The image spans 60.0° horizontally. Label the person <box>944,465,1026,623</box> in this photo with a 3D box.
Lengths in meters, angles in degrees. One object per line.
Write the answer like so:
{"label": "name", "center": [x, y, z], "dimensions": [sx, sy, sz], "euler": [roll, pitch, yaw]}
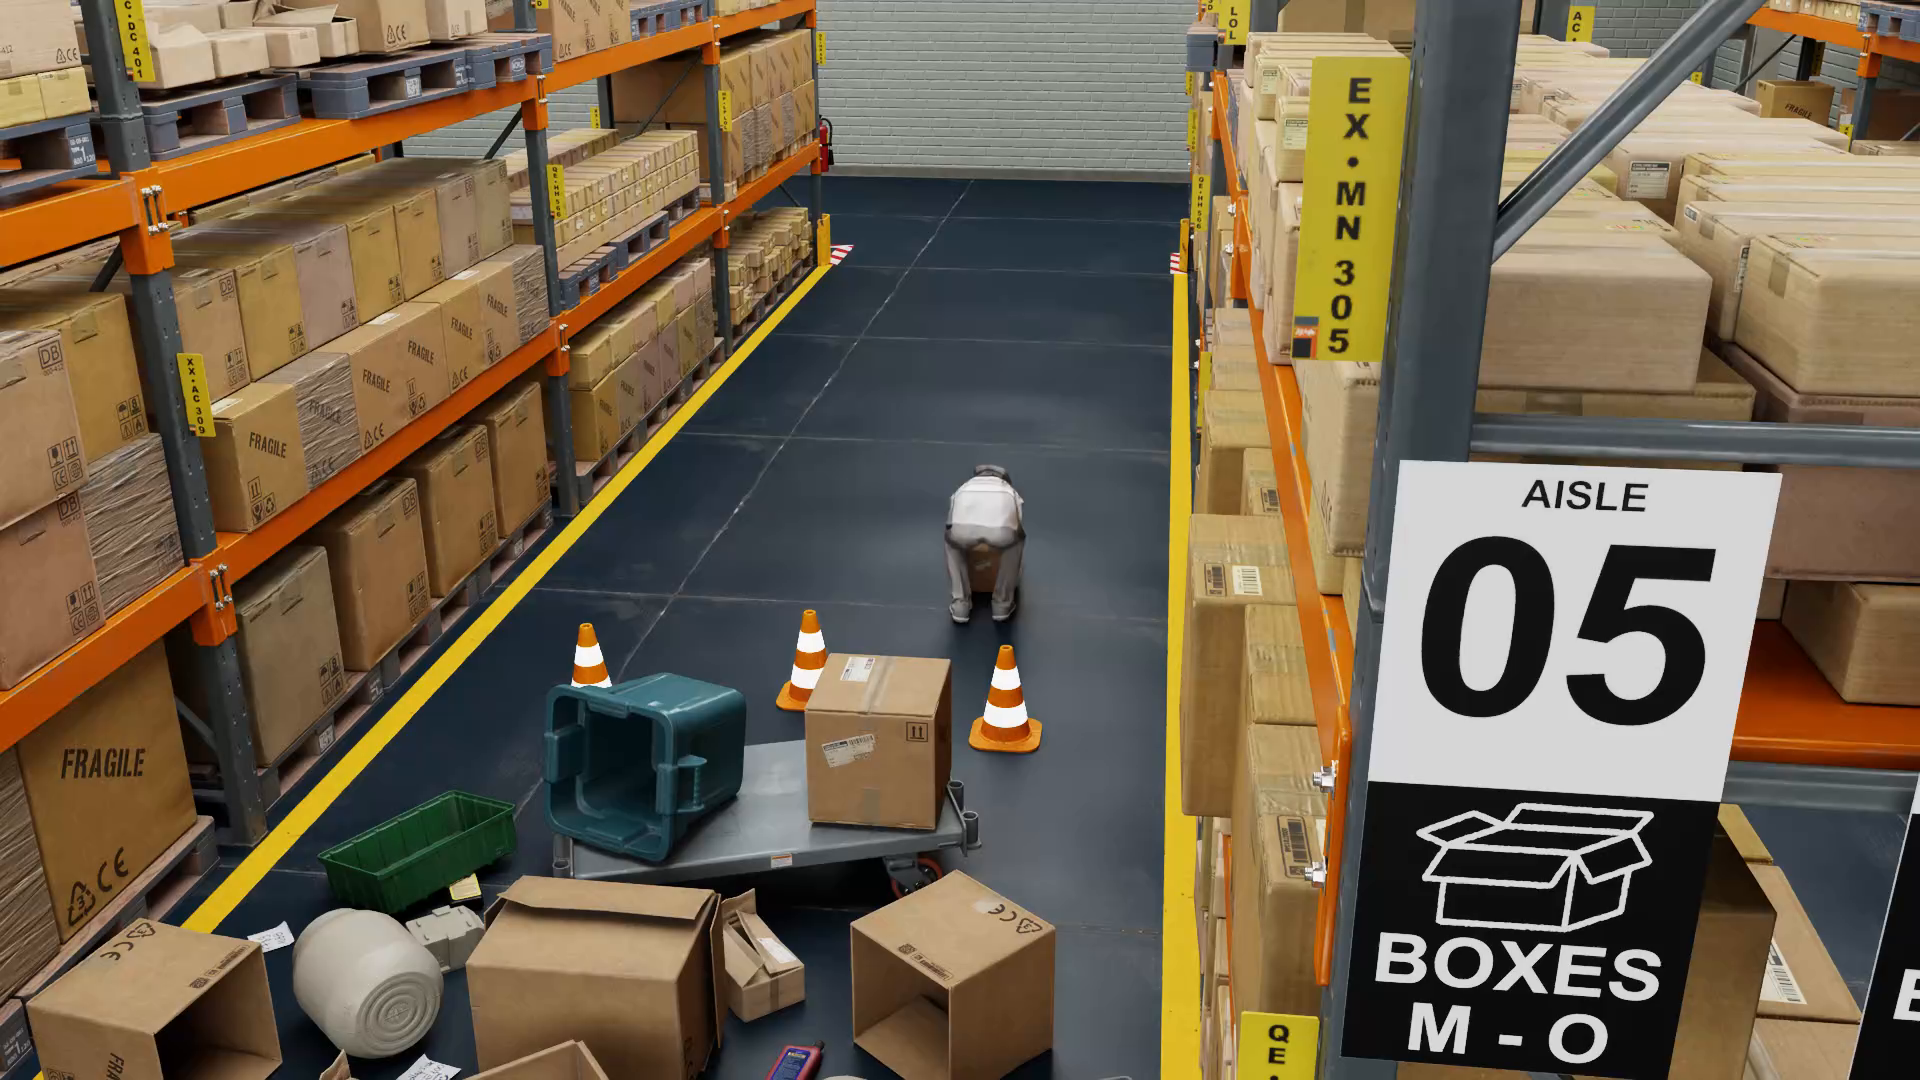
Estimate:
{"label": "person", "center": [0.137, 0.011, 9.283], "dimensions": [0.460, 0.812, 0.902], "euler": [2, 21, 4]}
